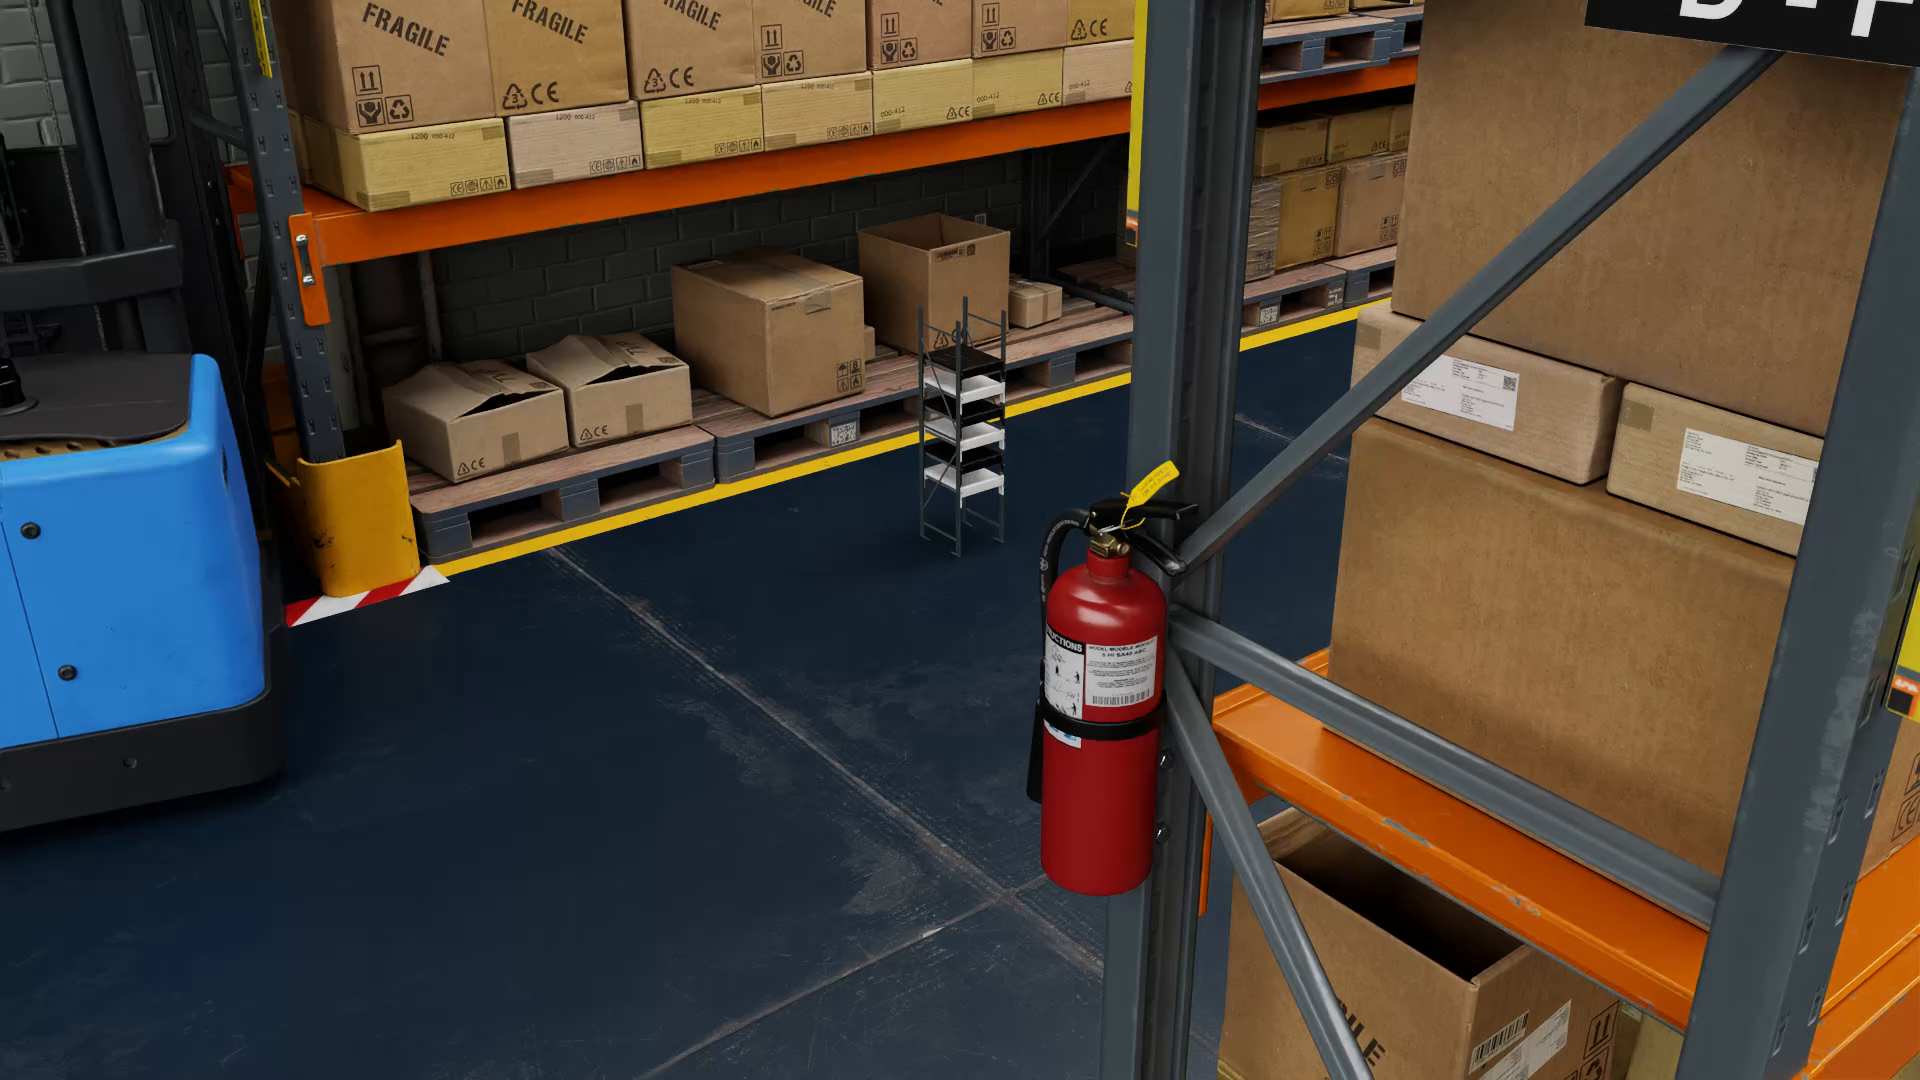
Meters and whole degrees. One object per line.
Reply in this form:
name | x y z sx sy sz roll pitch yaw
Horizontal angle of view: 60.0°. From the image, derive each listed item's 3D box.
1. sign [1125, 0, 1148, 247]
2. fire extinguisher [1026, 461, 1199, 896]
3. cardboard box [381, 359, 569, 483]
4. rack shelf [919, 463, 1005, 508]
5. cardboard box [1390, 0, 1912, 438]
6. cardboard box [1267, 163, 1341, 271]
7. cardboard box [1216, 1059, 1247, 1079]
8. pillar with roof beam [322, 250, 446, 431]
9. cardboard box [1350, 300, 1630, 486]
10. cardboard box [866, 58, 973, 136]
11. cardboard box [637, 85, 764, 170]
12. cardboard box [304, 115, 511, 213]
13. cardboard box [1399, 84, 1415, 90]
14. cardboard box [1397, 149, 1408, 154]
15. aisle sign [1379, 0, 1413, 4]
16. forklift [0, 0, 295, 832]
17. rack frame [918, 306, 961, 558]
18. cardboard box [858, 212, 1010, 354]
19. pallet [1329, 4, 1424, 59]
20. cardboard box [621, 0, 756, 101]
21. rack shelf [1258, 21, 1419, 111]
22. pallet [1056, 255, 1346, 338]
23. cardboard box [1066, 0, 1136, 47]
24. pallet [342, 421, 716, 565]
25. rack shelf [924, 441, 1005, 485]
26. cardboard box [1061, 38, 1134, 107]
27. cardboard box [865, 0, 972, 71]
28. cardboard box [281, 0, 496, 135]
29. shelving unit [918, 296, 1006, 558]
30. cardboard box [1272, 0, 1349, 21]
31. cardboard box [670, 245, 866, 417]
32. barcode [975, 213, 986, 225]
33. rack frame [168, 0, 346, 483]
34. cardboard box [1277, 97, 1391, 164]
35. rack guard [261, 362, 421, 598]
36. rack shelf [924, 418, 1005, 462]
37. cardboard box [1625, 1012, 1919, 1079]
sign | 0.261 -0.542 2.198 0.005 0.325 0.100 -18 31 -34
fire extinguisher | 0.206 0.186 2.378 0.183 0.674 0.296 -18 31 -34
cardboard box | -1.874 -0.496 6.426 0.500 0.311 0.500 -23 33 -40
rack shelf | 0.006 -0.217 6.155 0.200 0.077 0.258 -18 31 -34
cardboard box | 1.002 -0.491 2.084 0.500 0.500 0.700 -18 30 -34
cardboard box | 1.618 -1.818 9.051 0.500 0.500 0.700 -19 31 -35
cardboard box | 0.825 1.094 3.098 0.500 0.250 0.500 -18 31 -34
pillar with roof beam | 0.199 -3.129 2.304 0.400 9.000 9.100 -18 31 -34
cardboard box | 0.768 -0.228 2.289 0.250 0.149 0.380 -19 31 -35
cardboard box | -0.296 -1.860 6.849 0.500 0.250 0.500 -18 31 -34
cardboard box | -1.090 -1.599 6.286 0.500 0.250 0.500 -19 31 -35
cardboard box | -1.894 -1.329 5.704 0.500 0.250 0.500 -19 31 -35
cardboard box | 2.799 -2.518 9.669 0.500 0.250 0.500 -18 30 -33
cardboard box | 2.436 -2.072 9.598 0.500 0.500 0.700 -18 31 -34
aisle sign | 0.352 -0.985 1.722 0.004 0.787 0.394 -18 31 -34
forklift | -2.933 -1.110 5.161 1.130 2.935 3.031 -10 27 -20
rack frame | -0.074 -0.384 6.008 0.006 0.900 0.240 -18 31 -34
cardboard box | -0.119 -1.188 7.693 0.500 0.500 0.500 -21 32 -38
pallet | 2.289 -2.829 9.011 1.213 0.211 1.003 -18 31 -34
cardboard box | -1.108 -1.929 6.106 0.500 0.500 0.500 -19 31 -36
rack shelf | 2.247 -2.598 9.140 4.000 0.370 1.077 -18 31 -34
pallet | 1.285 -1.343 8.893 1.213 0.211 1.003 -18 31 -34
cardboard box | 0.492 -2.461 7.253 0.500 0.500 0.500 -18 31 -34
pallet | -1.753 -0.320 6.689 1.213 0.211 1.003 -18 31 -34
rack shelf | 0.006 -0.298 6.117 0.200 0.077 0.258 -18 31 -34
cardboard box | 0.488 -2.123 7.415 0.500 0.250 0.500 -18 30 -34
cardboard box | -0.300 -2.202 6.695 0.500 0.500 0.500 -19 31 -35
cardboard box | -1.913 -1.672 5.552 0.500 0.500 0.500 -18 31 -34
shelving unit | 0.006 -0.410 6.065 0.210 0.900 0.258 -18 31 -34
cardboard box | 1.539 -2.914 8.323 0.500 0.500 0.700 -15 29 -29
cardboard box | -0.818 -0.904 7.081 0.500 0.500 0.700 -21 32 -37
barcode | 0.100 -1.555 8.104 0.075 0.075 0.001 -18 31 -34
rack frame | -2.474 -1.366 5.630 0.127 3.000 1.000 -18 31 -34
cardboard box | 1.994 -2.260 9.111 0.500 0.250 0.500 -19 31 -35
rack guard | -2.415 -0.252 6.199 0.348 0.500 1.175 -18 31 -34
rack shelf | 0.006 -0.380 6.079 0.200 0.077 0.258 -18 31 -34
cardboard box | 1.537 0.795 2.851 0.500 0.500 0.500 -18 31 -34
